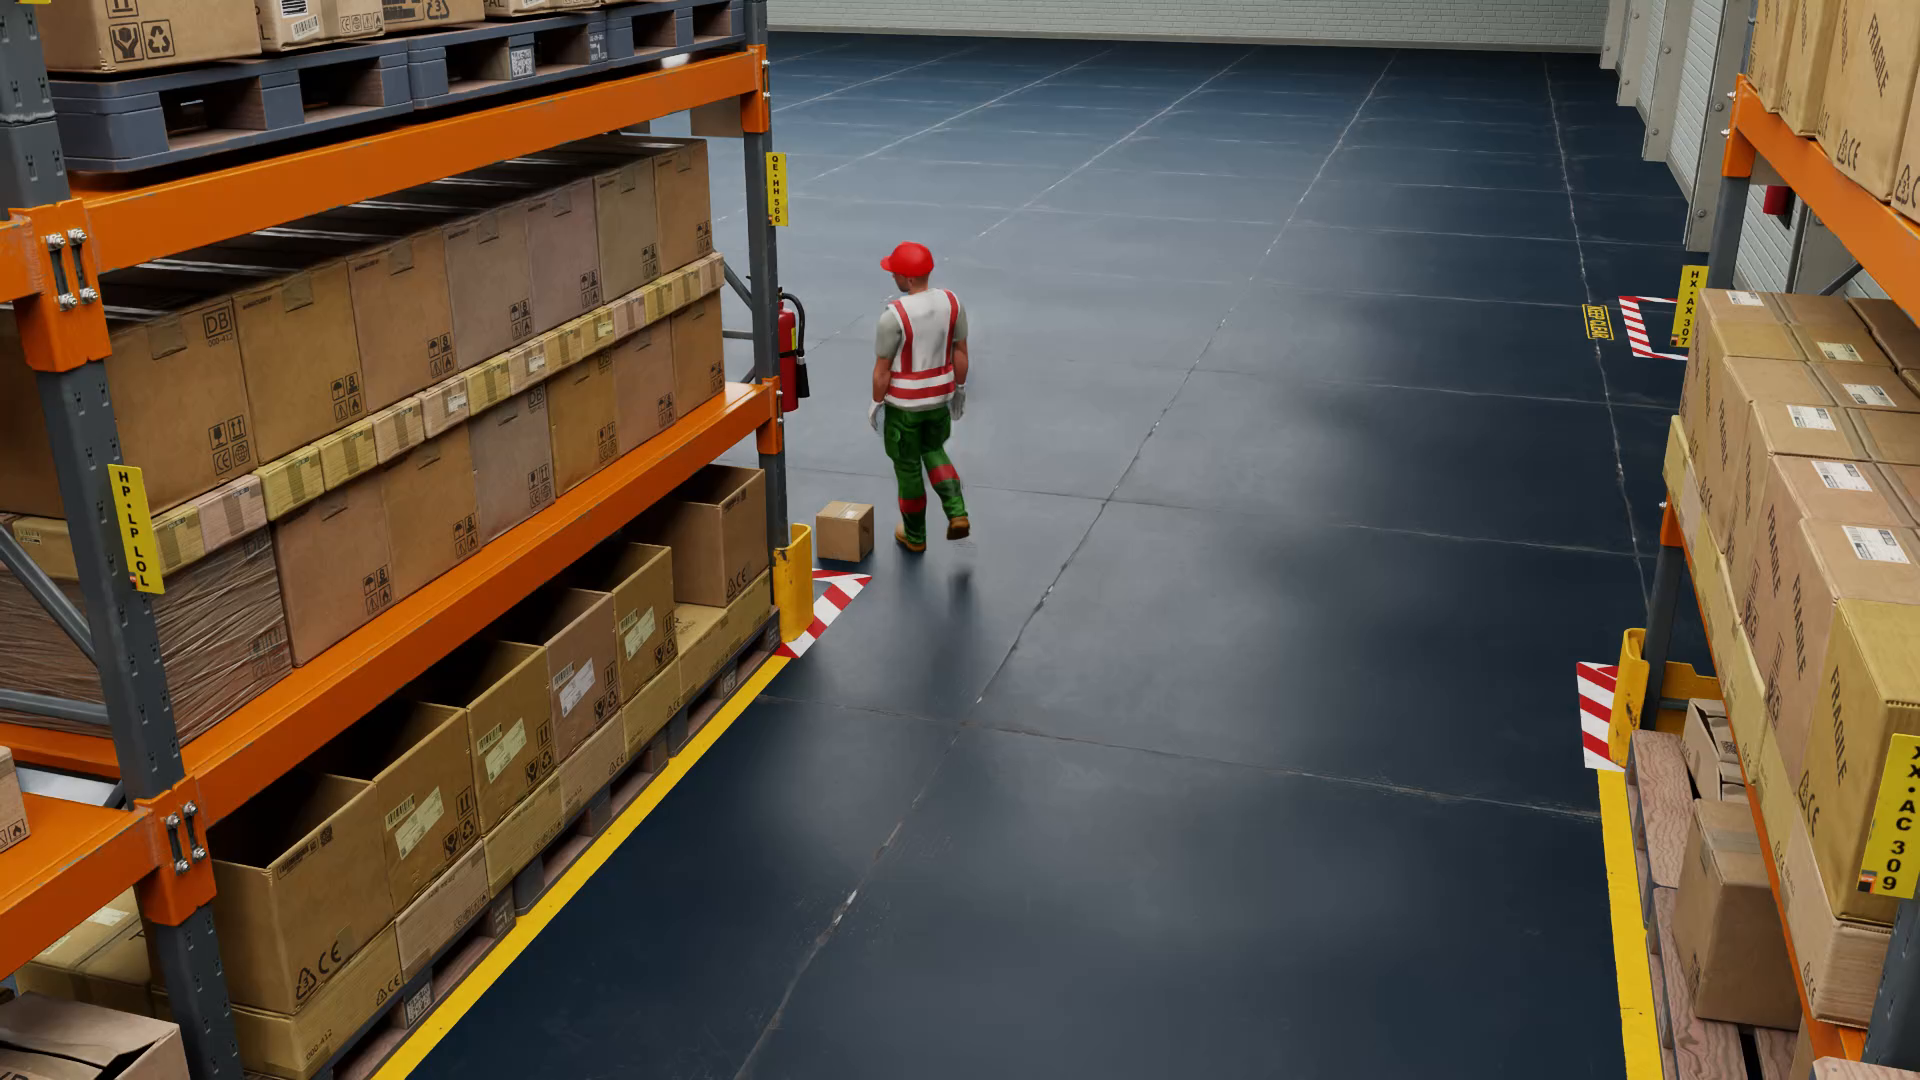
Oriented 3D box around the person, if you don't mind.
[{"bbox_3d":[-0.243,-0.756,8.956,0.576,1.775,0.560,-13,25,-29],"label":"person"}]
